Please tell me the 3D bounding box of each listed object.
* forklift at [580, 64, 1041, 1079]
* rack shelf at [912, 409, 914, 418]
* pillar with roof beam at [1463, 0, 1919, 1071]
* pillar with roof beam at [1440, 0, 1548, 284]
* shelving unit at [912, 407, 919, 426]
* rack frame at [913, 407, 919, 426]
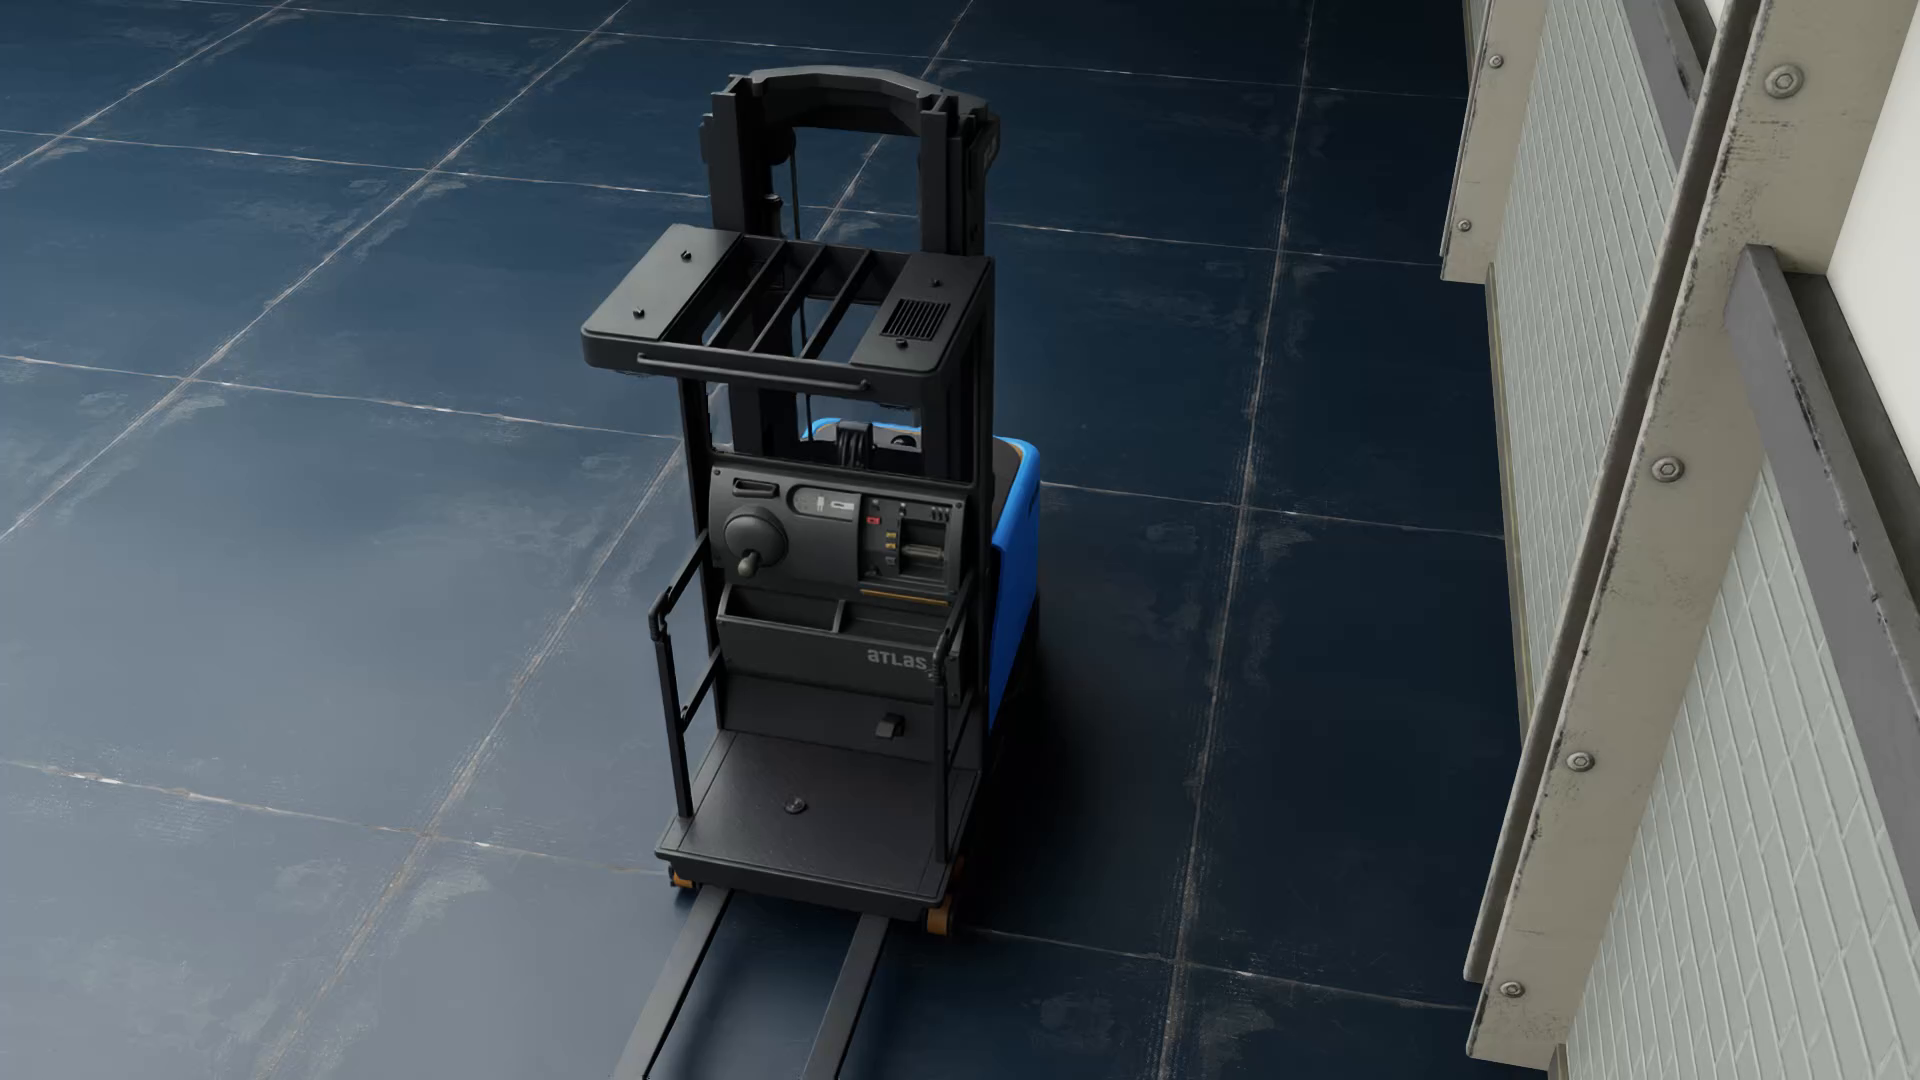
[{"bbox_3d":[-0.486,0.041,5.696,1.130,2.935,3.031,8,37,11],"label":"forklift"},{"bbox_3d":[-0.035,-0.709,7.536,0.258,0.148,0.480,7,37,10],"label":"rack shelf"},{"bbox_3d":[-2.253,-2.484,4.009,9.100,9.000,0.400,7,37,10],"label":"pillar with roof beam"},{"bbox_3d":[-0.972,-5.924,8.755,9.100,9.000,0.400,7,37,10],"label":"pillar with roof beam"},{"bbox_3d":[-0.035,-0.391,7.767,0.258,1.200,0.503,7,37,10],"label":"shelving unit"},{"bbox_3d":[-0.087,-0.251,7.574,0.240,1.200,0.015,7,37,10],"label":"rack frame"}]
